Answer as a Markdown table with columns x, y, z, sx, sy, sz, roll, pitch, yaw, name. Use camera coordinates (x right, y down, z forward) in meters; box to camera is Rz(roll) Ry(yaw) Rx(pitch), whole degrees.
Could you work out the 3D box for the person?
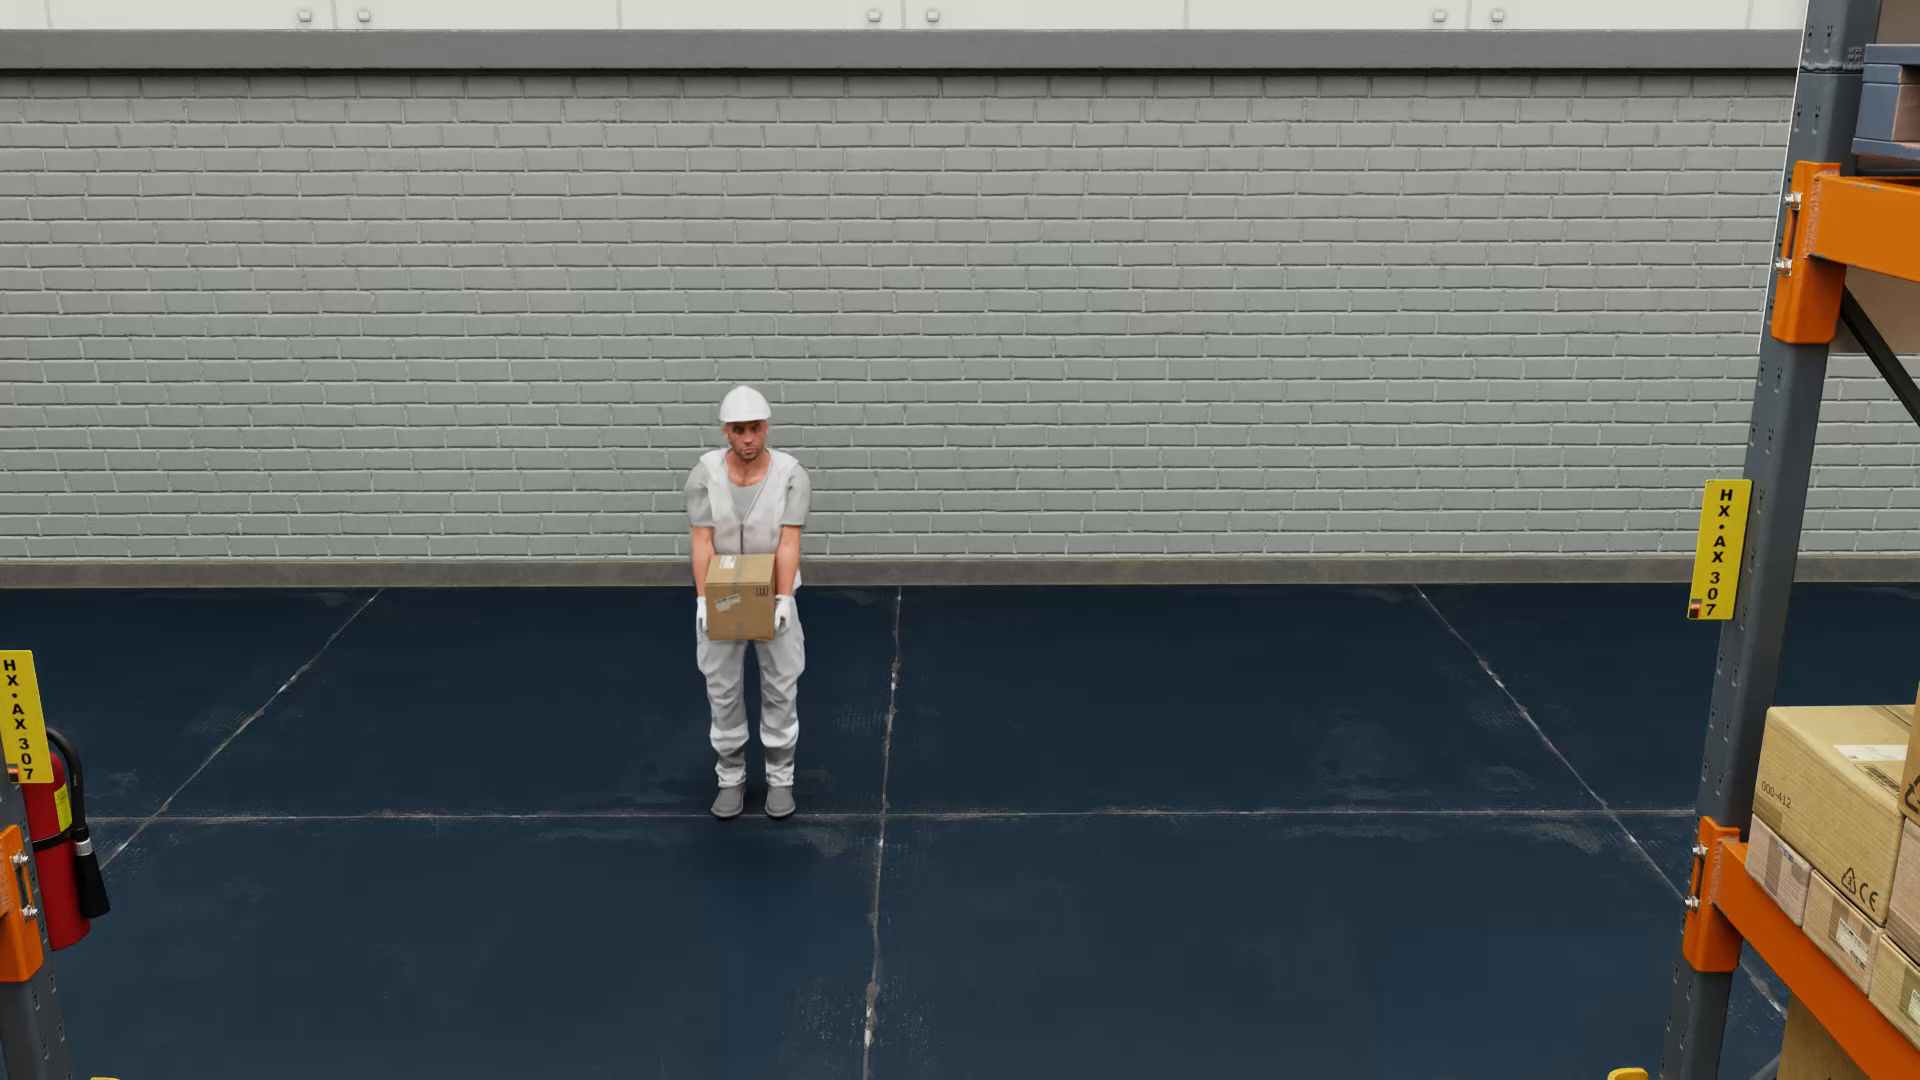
| x | y | z | sx | sy | sz | roll | pitch | yaw | name |
| --- | --- | --- | --- | --- | --- | --- | --- | --- | --- |
| -0.847 | 0.262 | 6.659 | 0.472 | 1.776 | 0.571 | -1 | 17 | -2 | person |
